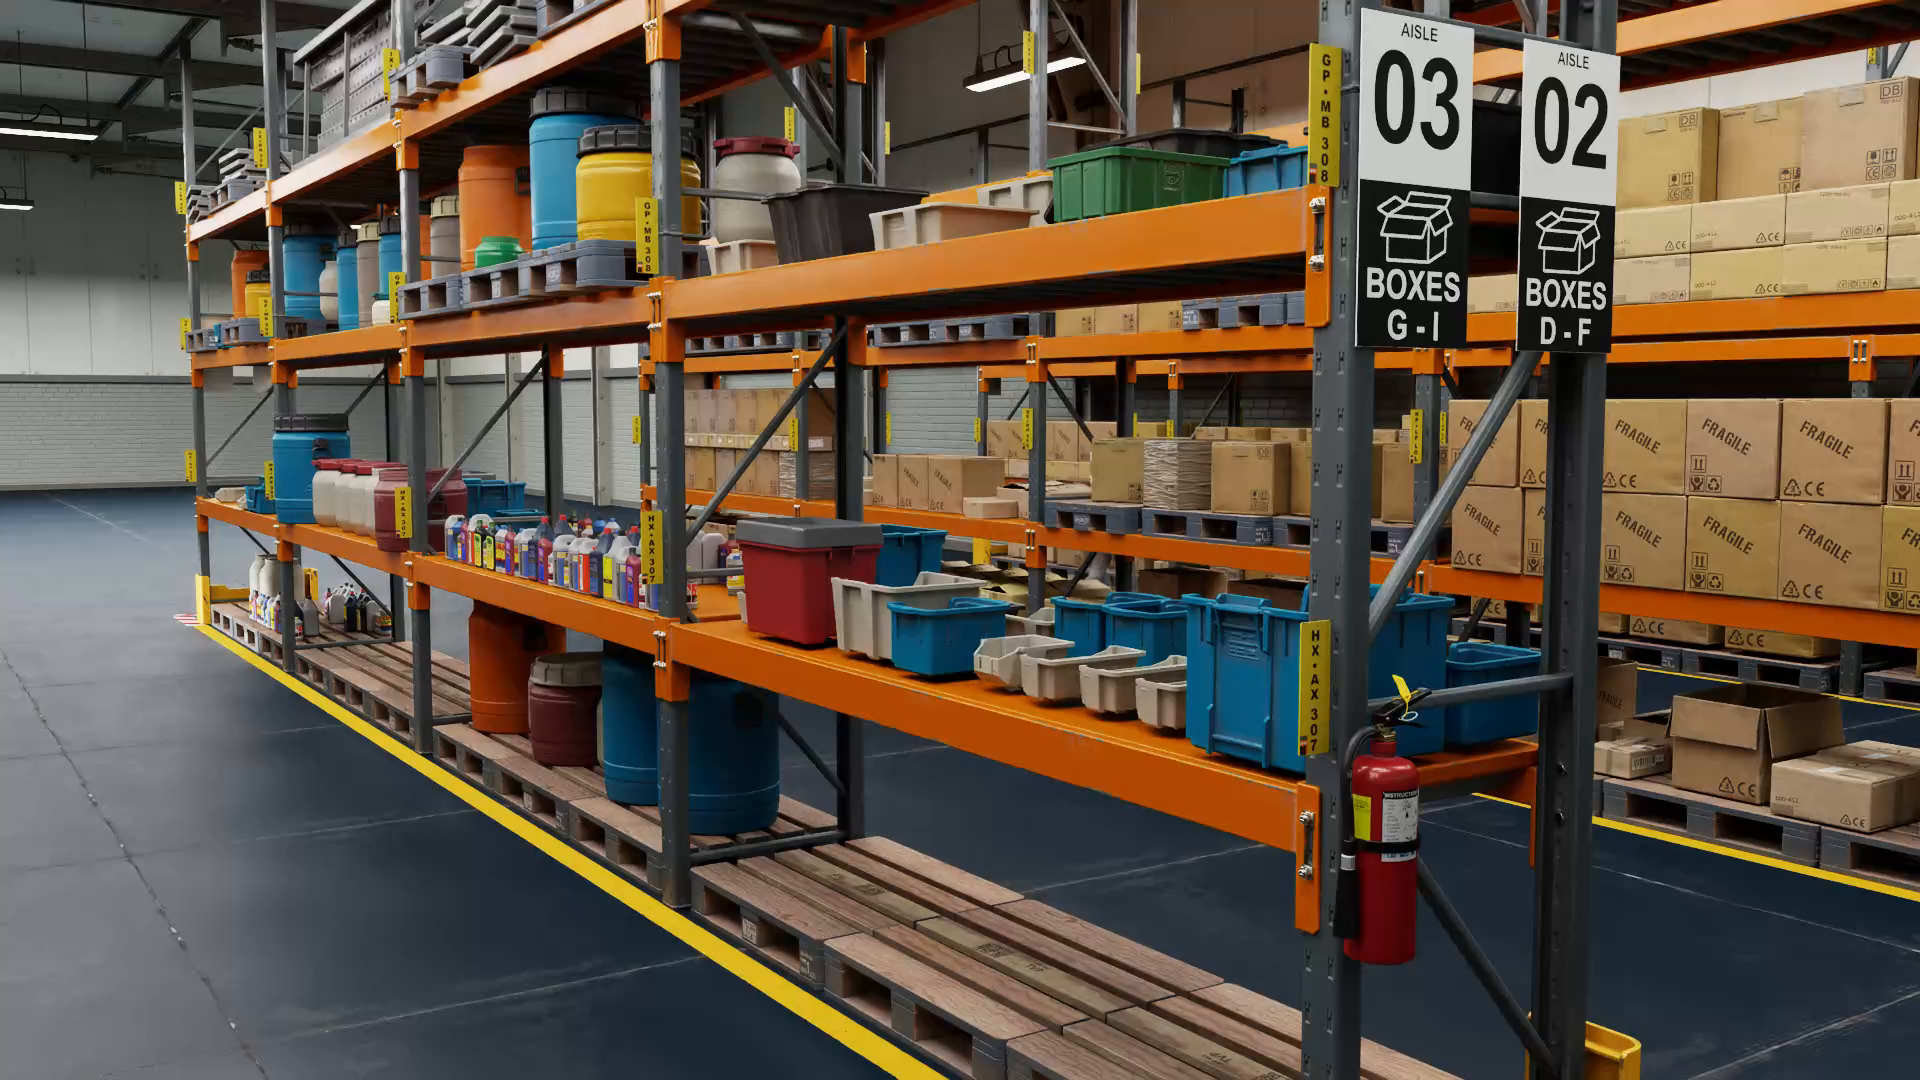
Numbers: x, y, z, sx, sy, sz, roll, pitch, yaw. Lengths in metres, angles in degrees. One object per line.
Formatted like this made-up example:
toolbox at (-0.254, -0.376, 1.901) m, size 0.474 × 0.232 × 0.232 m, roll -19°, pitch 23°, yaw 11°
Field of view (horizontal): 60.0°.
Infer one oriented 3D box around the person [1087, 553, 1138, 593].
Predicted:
person at (1.692, -0.074, 17.999) m, size 0.835 × 1.741 × 0.620 m, roll -3°, pitch 6°, yaw -35°
